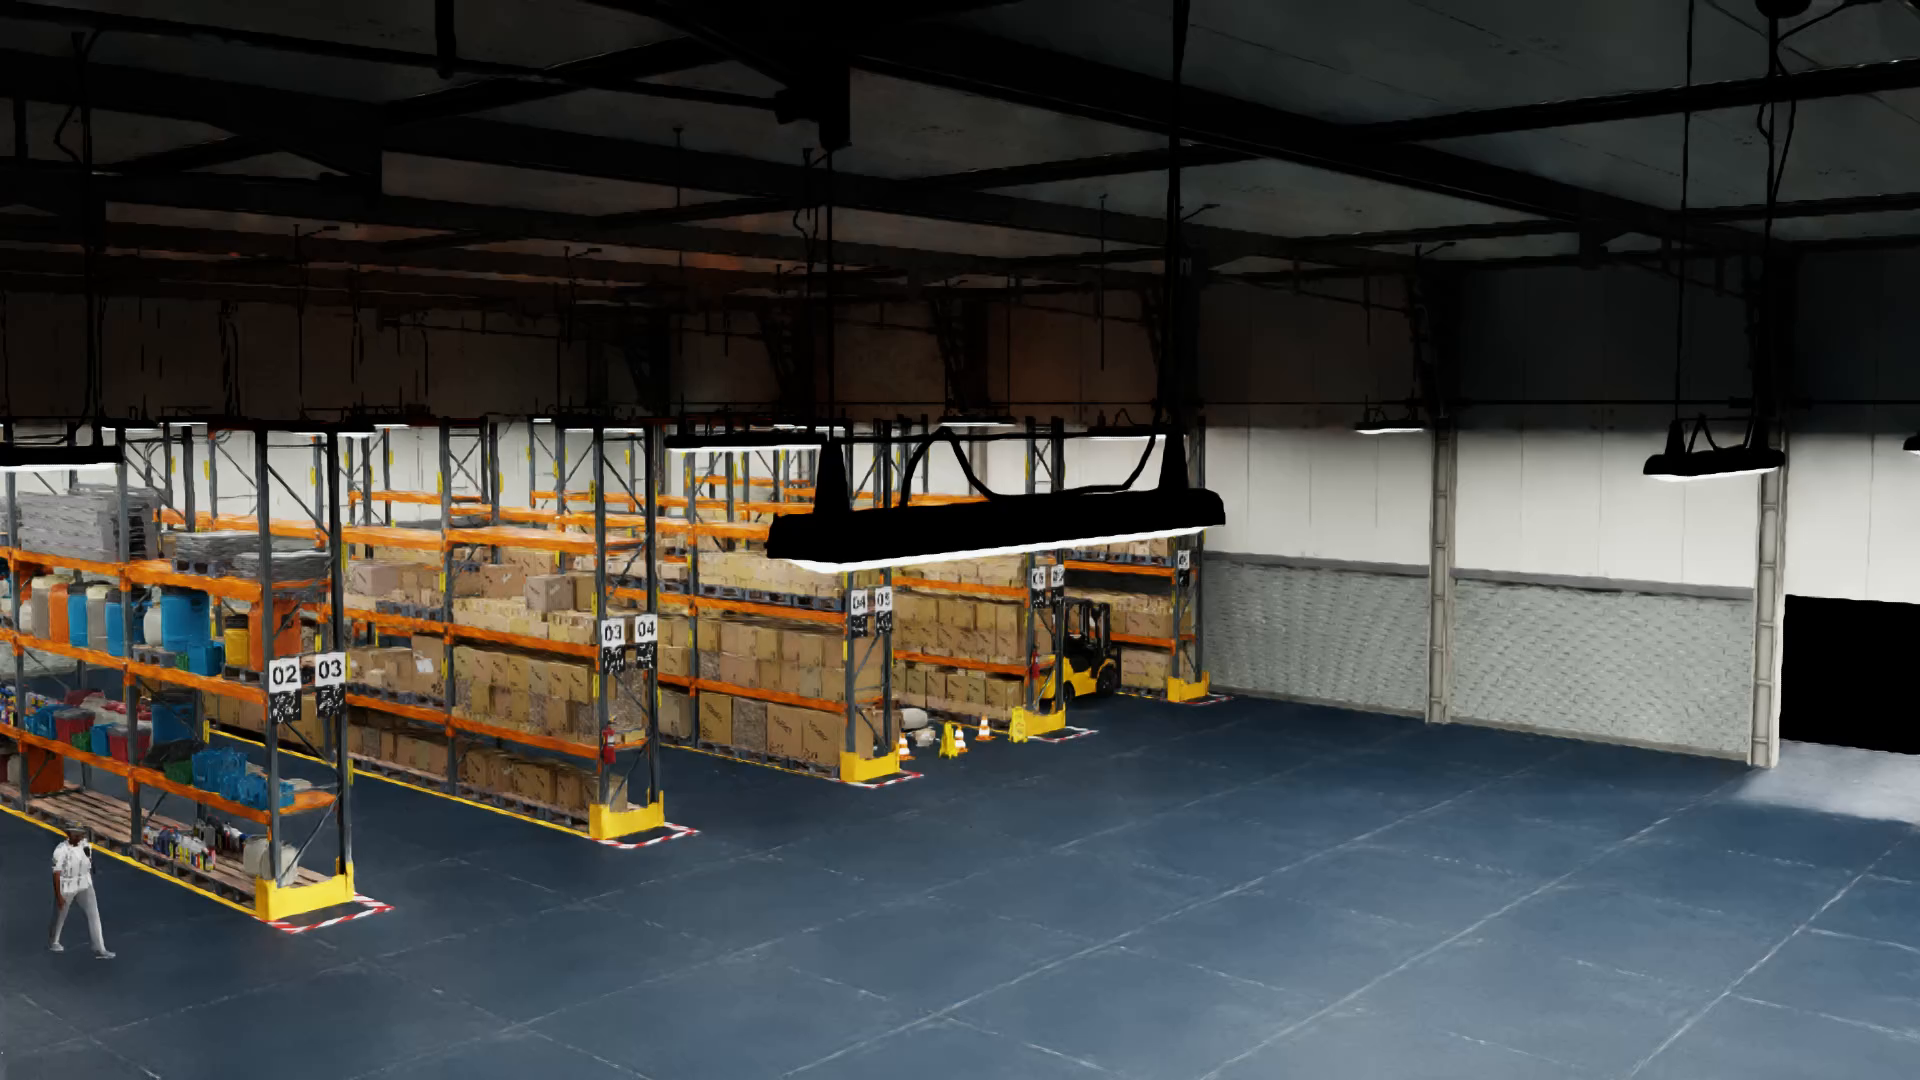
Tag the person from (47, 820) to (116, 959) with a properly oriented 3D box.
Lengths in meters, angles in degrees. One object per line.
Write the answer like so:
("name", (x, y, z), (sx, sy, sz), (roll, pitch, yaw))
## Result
("person", (-10.061, 3.948, 18.885), (1.089, 1.588, 0.455), (4, 6, 38))
